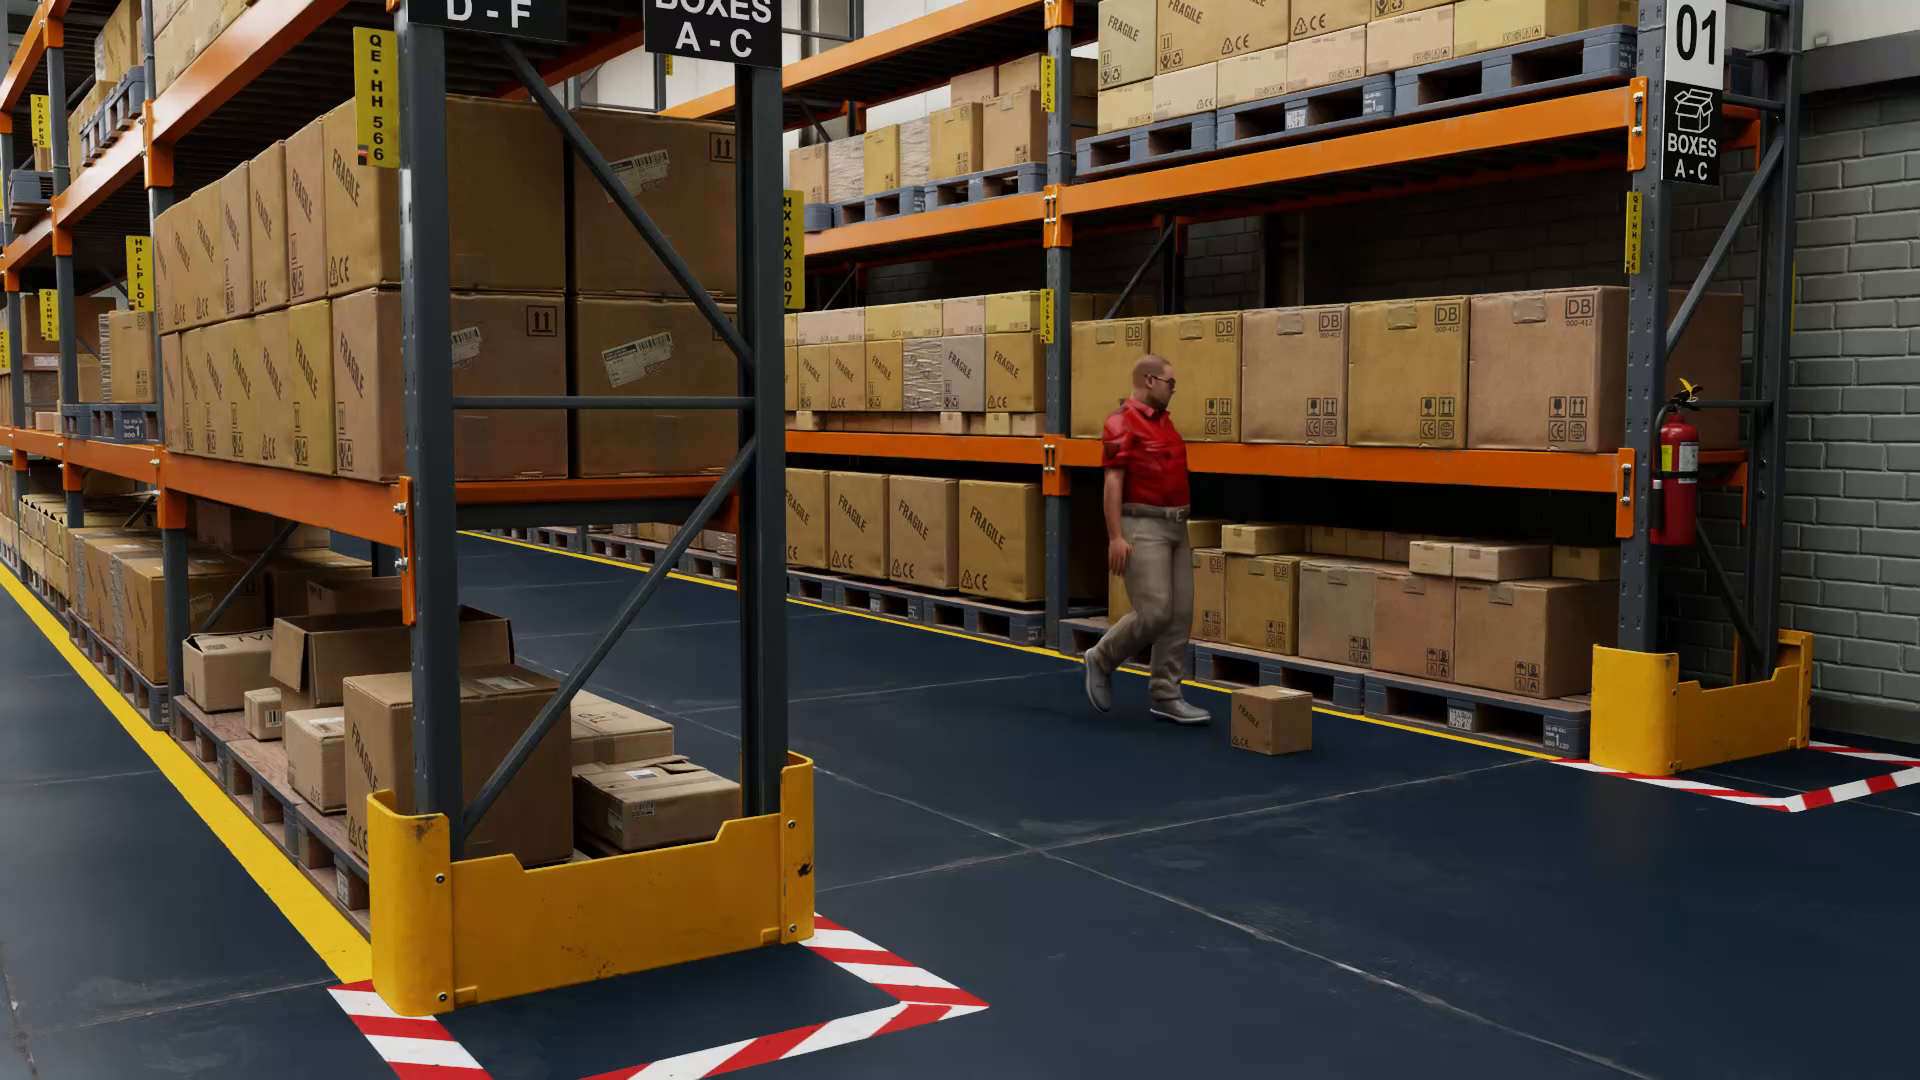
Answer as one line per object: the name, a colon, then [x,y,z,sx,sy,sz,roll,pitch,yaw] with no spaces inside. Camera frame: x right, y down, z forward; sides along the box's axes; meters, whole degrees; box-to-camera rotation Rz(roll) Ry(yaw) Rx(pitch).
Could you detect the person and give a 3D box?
person: [0.888,-0.006,7.828,0.588,1.724,0.556,4,6,39]
